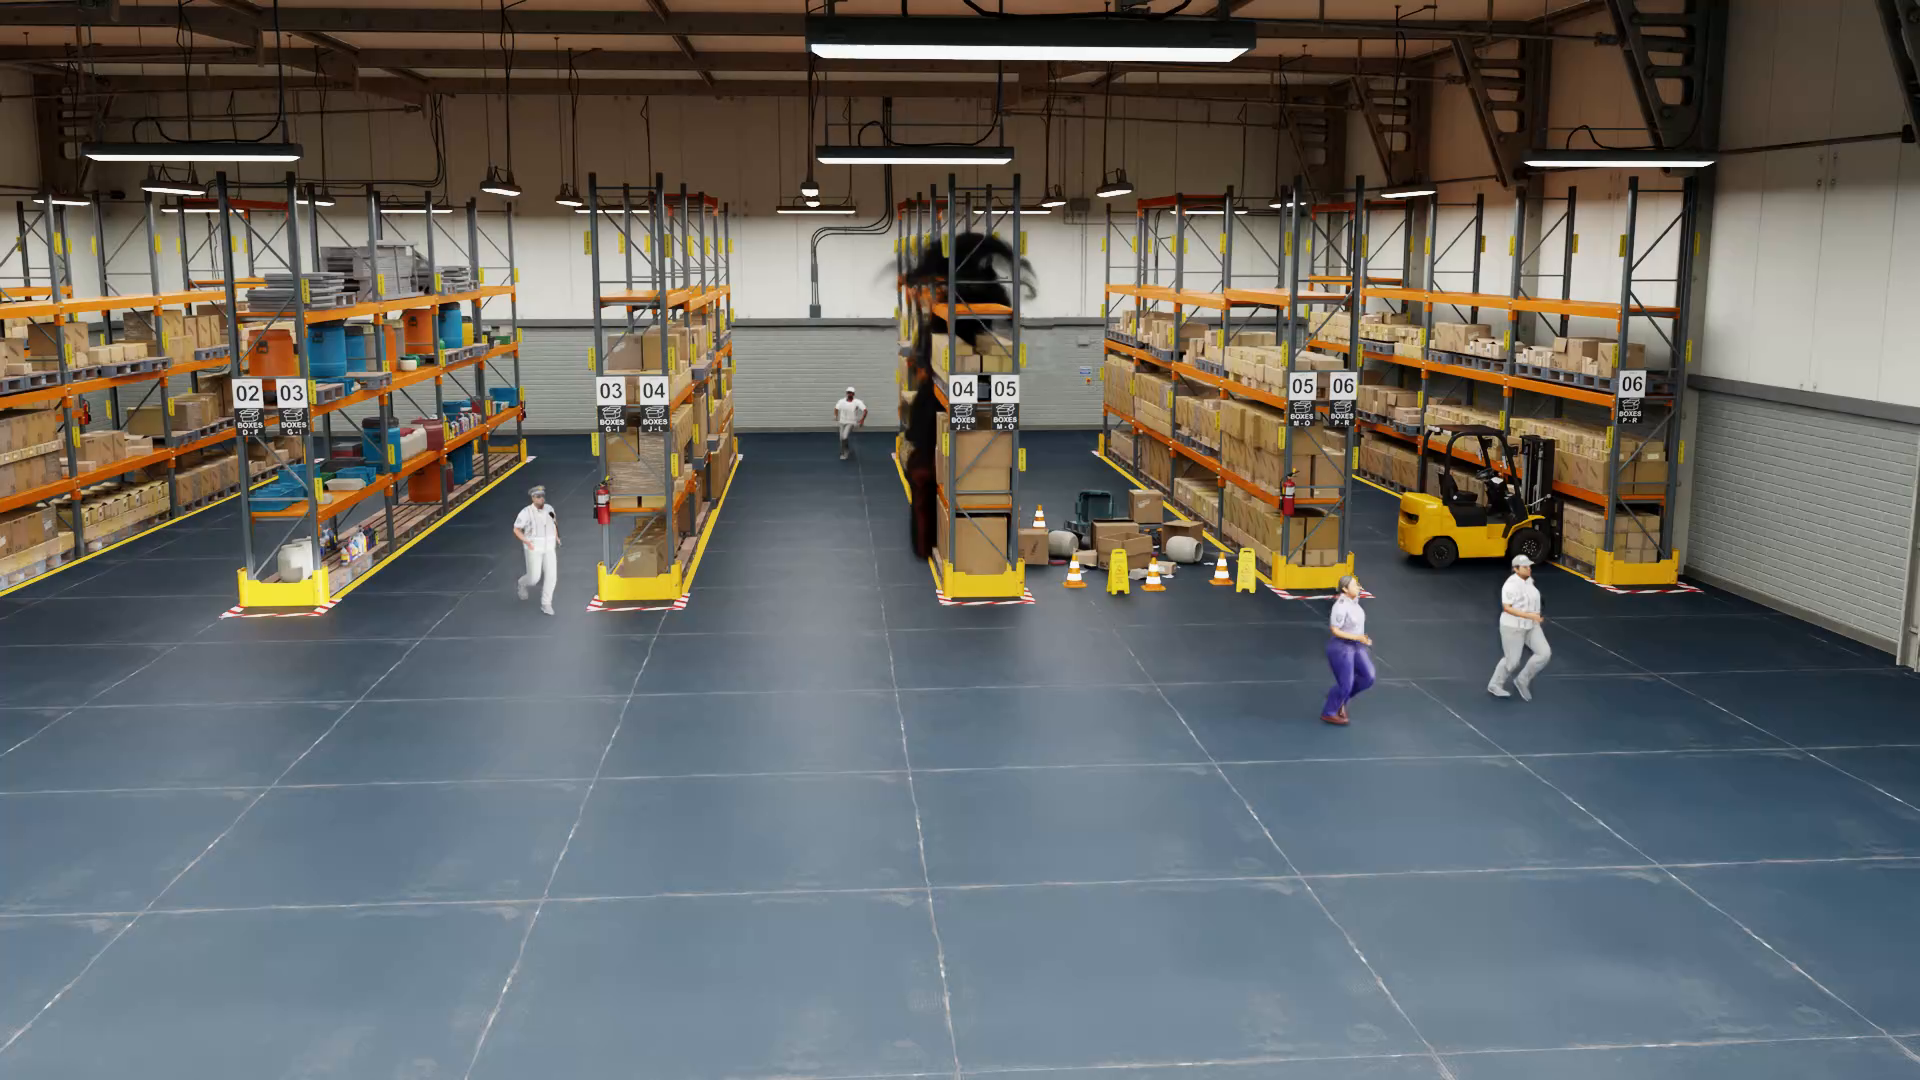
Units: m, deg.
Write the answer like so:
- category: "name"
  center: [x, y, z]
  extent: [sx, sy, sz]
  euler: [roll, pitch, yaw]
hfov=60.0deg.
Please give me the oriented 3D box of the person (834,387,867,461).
- category: "person"
  center: [-2.631, -2.735, 39.243]
  extent: [0.776, 1.746, 0.605]
  euler: [4, 11, 22]

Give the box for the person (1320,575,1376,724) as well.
- category: "person"
  center: [4.106, 1.155, 17.495]
  extent: [0.575, 1.604, 0.579]
  euler: [7, 12, 34]

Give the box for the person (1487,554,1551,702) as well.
- category: "person"
  center: [6.222, 0.980, 18.466]
  extent: [0.605, 1.666, 0.646]
  euler: [-7, 12, -35]

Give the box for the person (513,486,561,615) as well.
- category: "person"
  center: [-5.840, 0.119, 23.100]
  extent: [0.684, 1.765, 0.857]
  euler: [-8, 13, -38]
